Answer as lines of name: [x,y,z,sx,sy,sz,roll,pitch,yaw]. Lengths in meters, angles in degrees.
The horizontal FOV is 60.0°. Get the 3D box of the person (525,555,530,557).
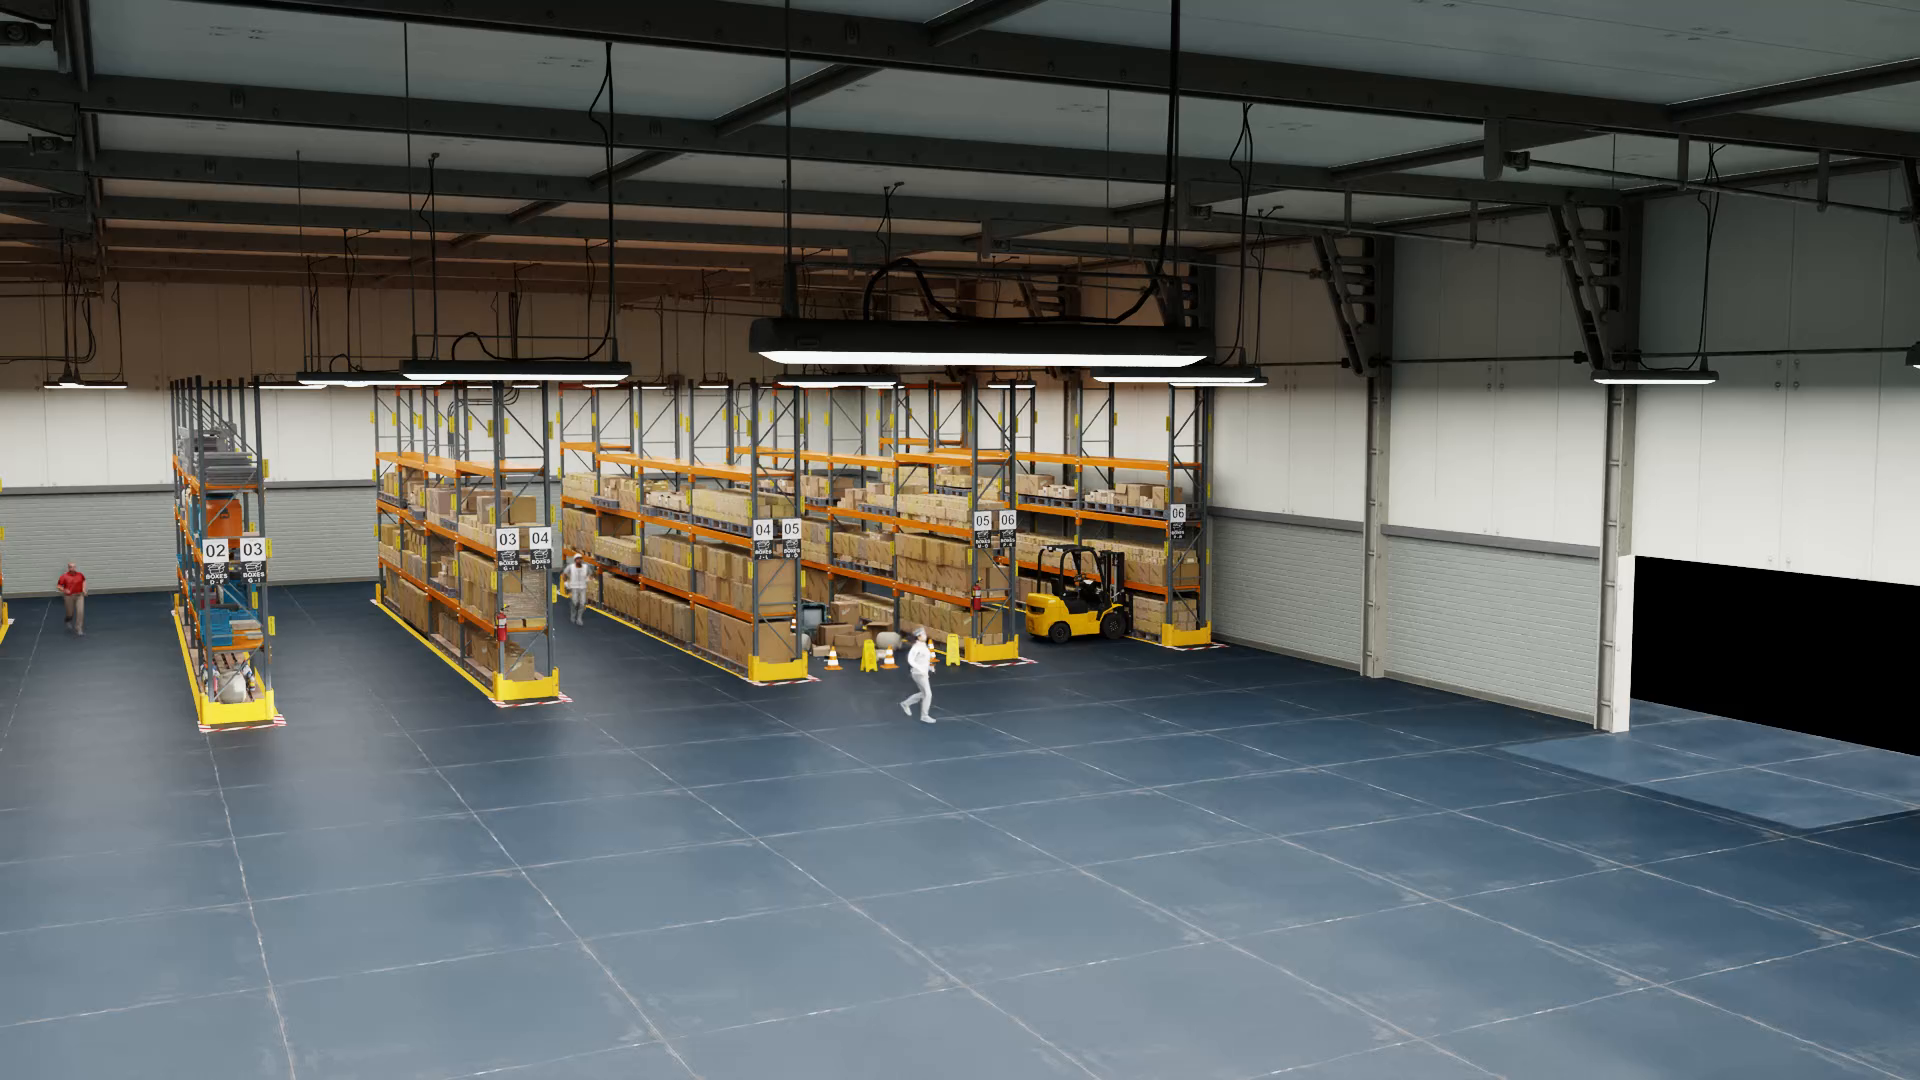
person: [-12.252,0.743,47.711,0.606,1.502,0.651,2,5,21]

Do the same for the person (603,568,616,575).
person: [-10.508,0.527,48.844,0.712,1.703,0.729,3,6,31]

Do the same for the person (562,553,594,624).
person: [-9.357,1.202,40.870,0.739,1.744,0.549,-2,6,-23]

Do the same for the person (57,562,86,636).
person: [-20.935,1.384,39.273,0.663,1.721,0.901,-5,7,-42]

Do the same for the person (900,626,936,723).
person: [-0.743,2.329,28.870,0.656,1.680,0.627,1,5,13]
